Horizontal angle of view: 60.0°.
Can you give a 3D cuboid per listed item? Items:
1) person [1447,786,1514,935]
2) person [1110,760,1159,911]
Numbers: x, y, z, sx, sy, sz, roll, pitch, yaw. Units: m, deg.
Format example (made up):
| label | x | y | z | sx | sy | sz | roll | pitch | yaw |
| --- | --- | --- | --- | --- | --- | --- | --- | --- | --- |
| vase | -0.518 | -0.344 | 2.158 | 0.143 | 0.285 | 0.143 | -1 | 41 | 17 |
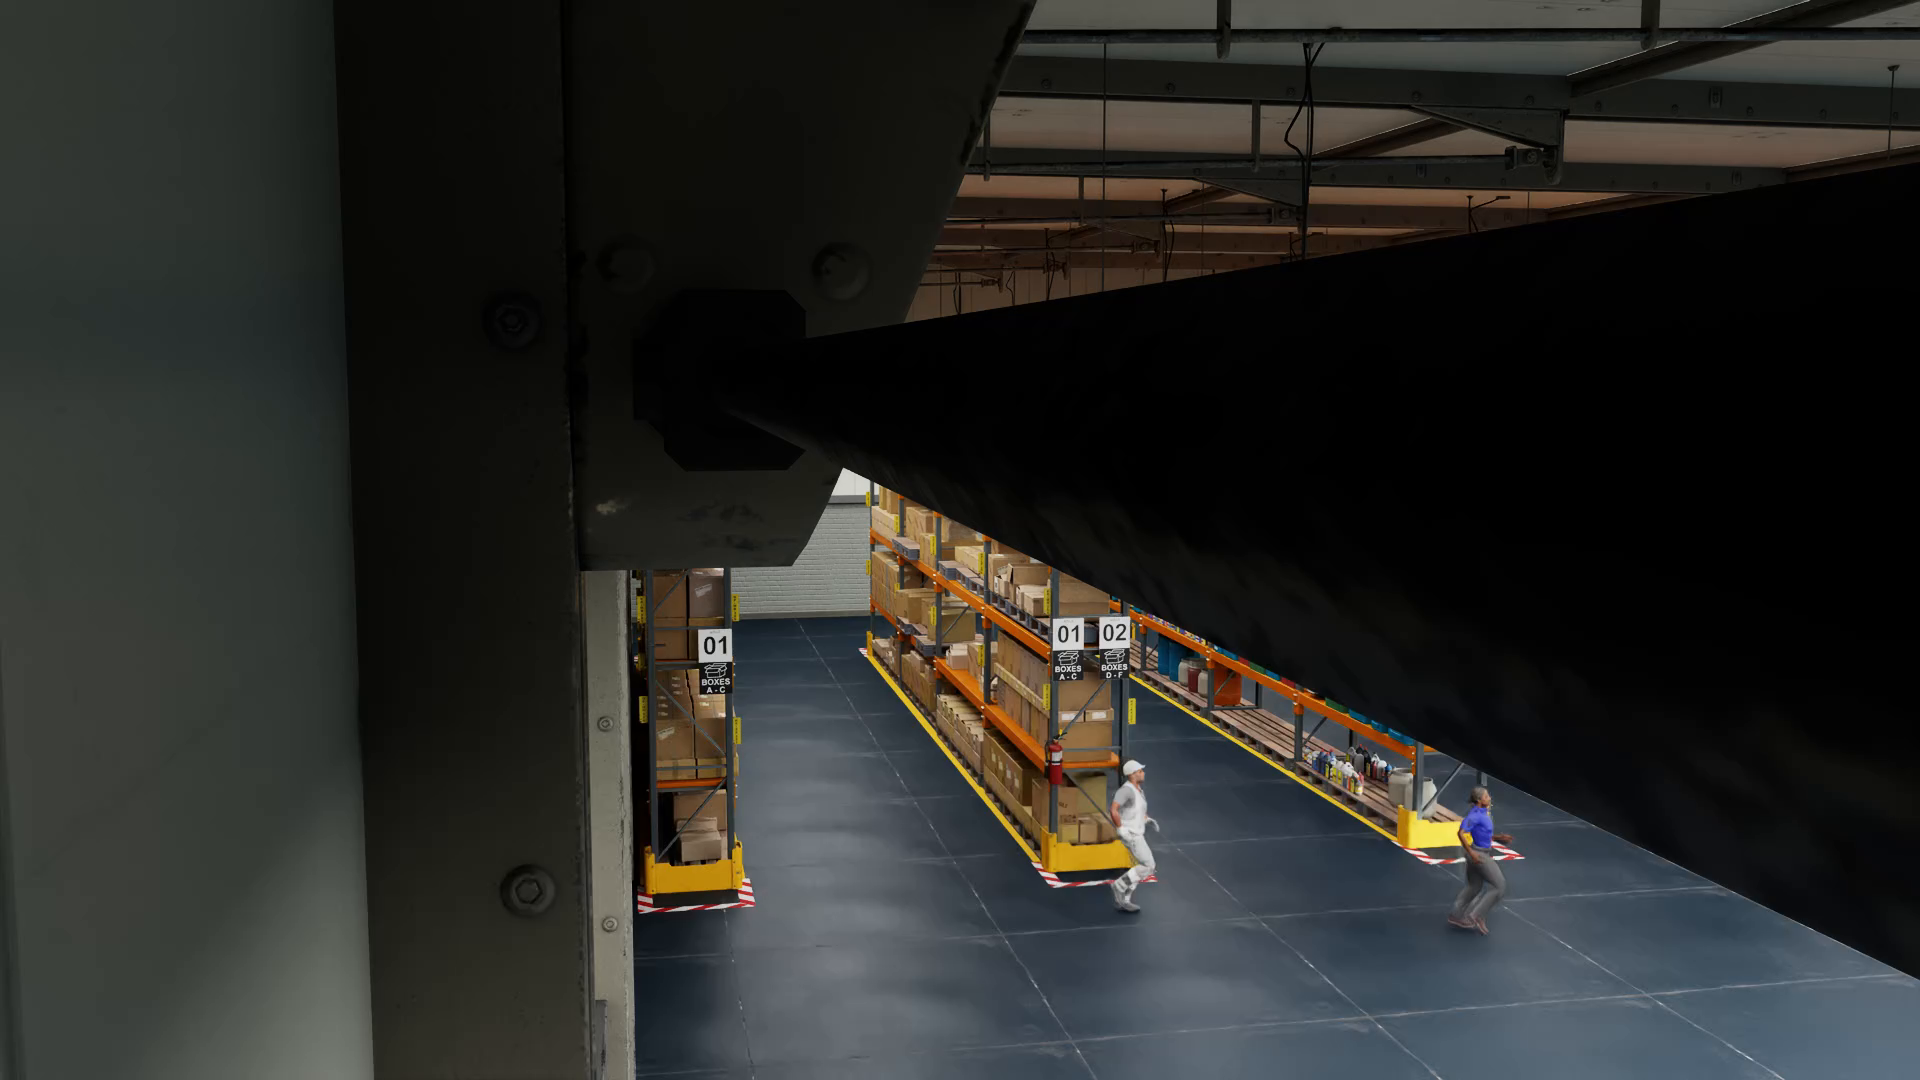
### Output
| label | x | y | z | sx | sy | sz | roll | pitch | yaw |
| --- | --- | --- | --- | --- | --- | --- | --- | --- | --- |
| person | 5.832 | 3.575 | 18.581 | 0.670 | 1.657 | 0.548 | 1 | 6 | 12 |
| person | 2.056 | 3.444 | 19.453 | 0.530 | 1.727 | 0.715 | 1 | 6 | 14 |
